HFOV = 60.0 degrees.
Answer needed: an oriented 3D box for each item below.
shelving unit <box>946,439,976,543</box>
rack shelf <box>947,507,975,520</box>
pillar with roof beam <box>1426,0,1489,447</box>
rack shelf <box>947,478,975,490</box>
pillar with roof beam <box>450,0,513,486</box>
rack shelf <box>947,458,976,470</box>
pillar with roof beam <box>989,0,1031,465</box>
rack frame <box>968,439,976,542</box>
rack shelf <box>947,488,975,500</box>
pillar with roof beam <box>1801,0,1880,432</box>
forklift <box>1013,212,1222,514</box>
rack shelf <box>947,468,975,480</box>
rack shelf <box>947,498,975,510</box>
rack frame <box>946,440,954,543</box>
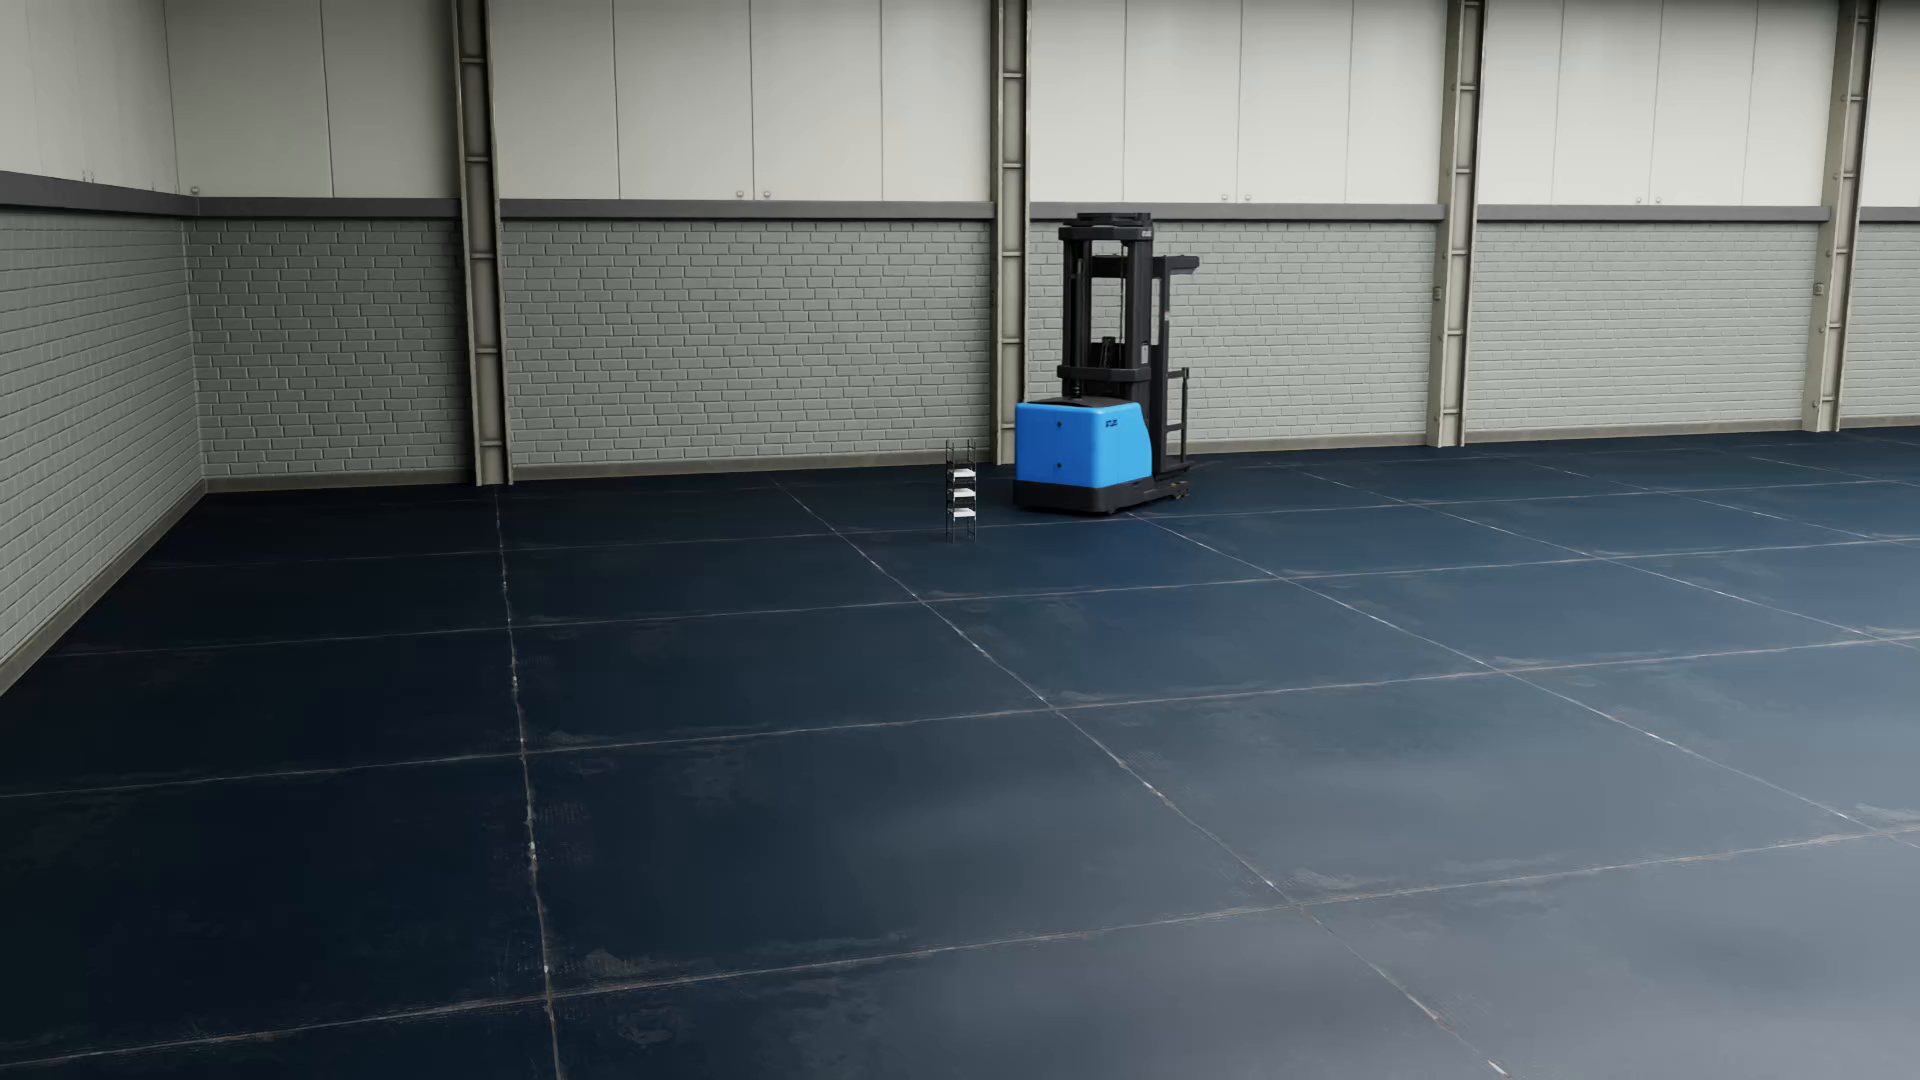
[{"bbox_3d":[0.008,-0.443,14.967,0.210,0.900,0.258,-3,11,-16],"label":"shelving unit"},{"bbox_3d":[0.008,-0.233,15.006,0.200,0.077,0.258,-3,11,-16],"label":"rack shelf"},{"bbox_3d":[7.552,-4.917,16.899,0.400,9.000,9.100,-3,11,-16],"label":"pillar with roof beam"},{"bbox_3d":[0.008,-0.499,14.957,0.200,0.077,0.258,-3,11,-16],"label":"rack shelf"},{"bbox_3d":[-3.970,-4.309,13.601,0.400,9.000,9.100,-3,11,-16],"label":"pillar with roof beam"},{"bbox_3d":[0.008,-0.676,14.924,0.200,0.077,0.258,-3,11,-16],"label":"rack shelf"},{"bbox_3d":[1.791,-4.613,15.250,0.400,9.000,9.100,-3,11,-16],"label":"pillar with roof beam"},{"bbox_3d":[0.105,-0.448,14.995,0.006,0.900,0.240,-3,11,-16],"label":"rack frame"},{"bbox_3d":[0.008,-0.410,14.973,0.200,0.077,0.258,-3,11,-16],"label":"rack shelf"},{"bbox_3d":[13.313,-5.220,18.548,0.400,9.000,9.100,-3,11,-16],"label":"pillar with roof beam"},{"bbox_3d":[1.787,-1.911,17.329,1.130,2.935,3.031,7,13,34],"label":"forklift"},{"bbox_3d":[0.008,-0.587,14.941,0.200,0.077,0.258,-3,11,-16],"label":"rack shelf"},{"bbox_3d":[0.008,-0.322,14.990,0.200,0.077,0.258,-3,11,-16],"label":"rack shelf"},{"bbox_3d":[-0.090,-0.438,14.939,0.006,0.900,0.240,-3,11,-16],"label":"rack frame"}]
